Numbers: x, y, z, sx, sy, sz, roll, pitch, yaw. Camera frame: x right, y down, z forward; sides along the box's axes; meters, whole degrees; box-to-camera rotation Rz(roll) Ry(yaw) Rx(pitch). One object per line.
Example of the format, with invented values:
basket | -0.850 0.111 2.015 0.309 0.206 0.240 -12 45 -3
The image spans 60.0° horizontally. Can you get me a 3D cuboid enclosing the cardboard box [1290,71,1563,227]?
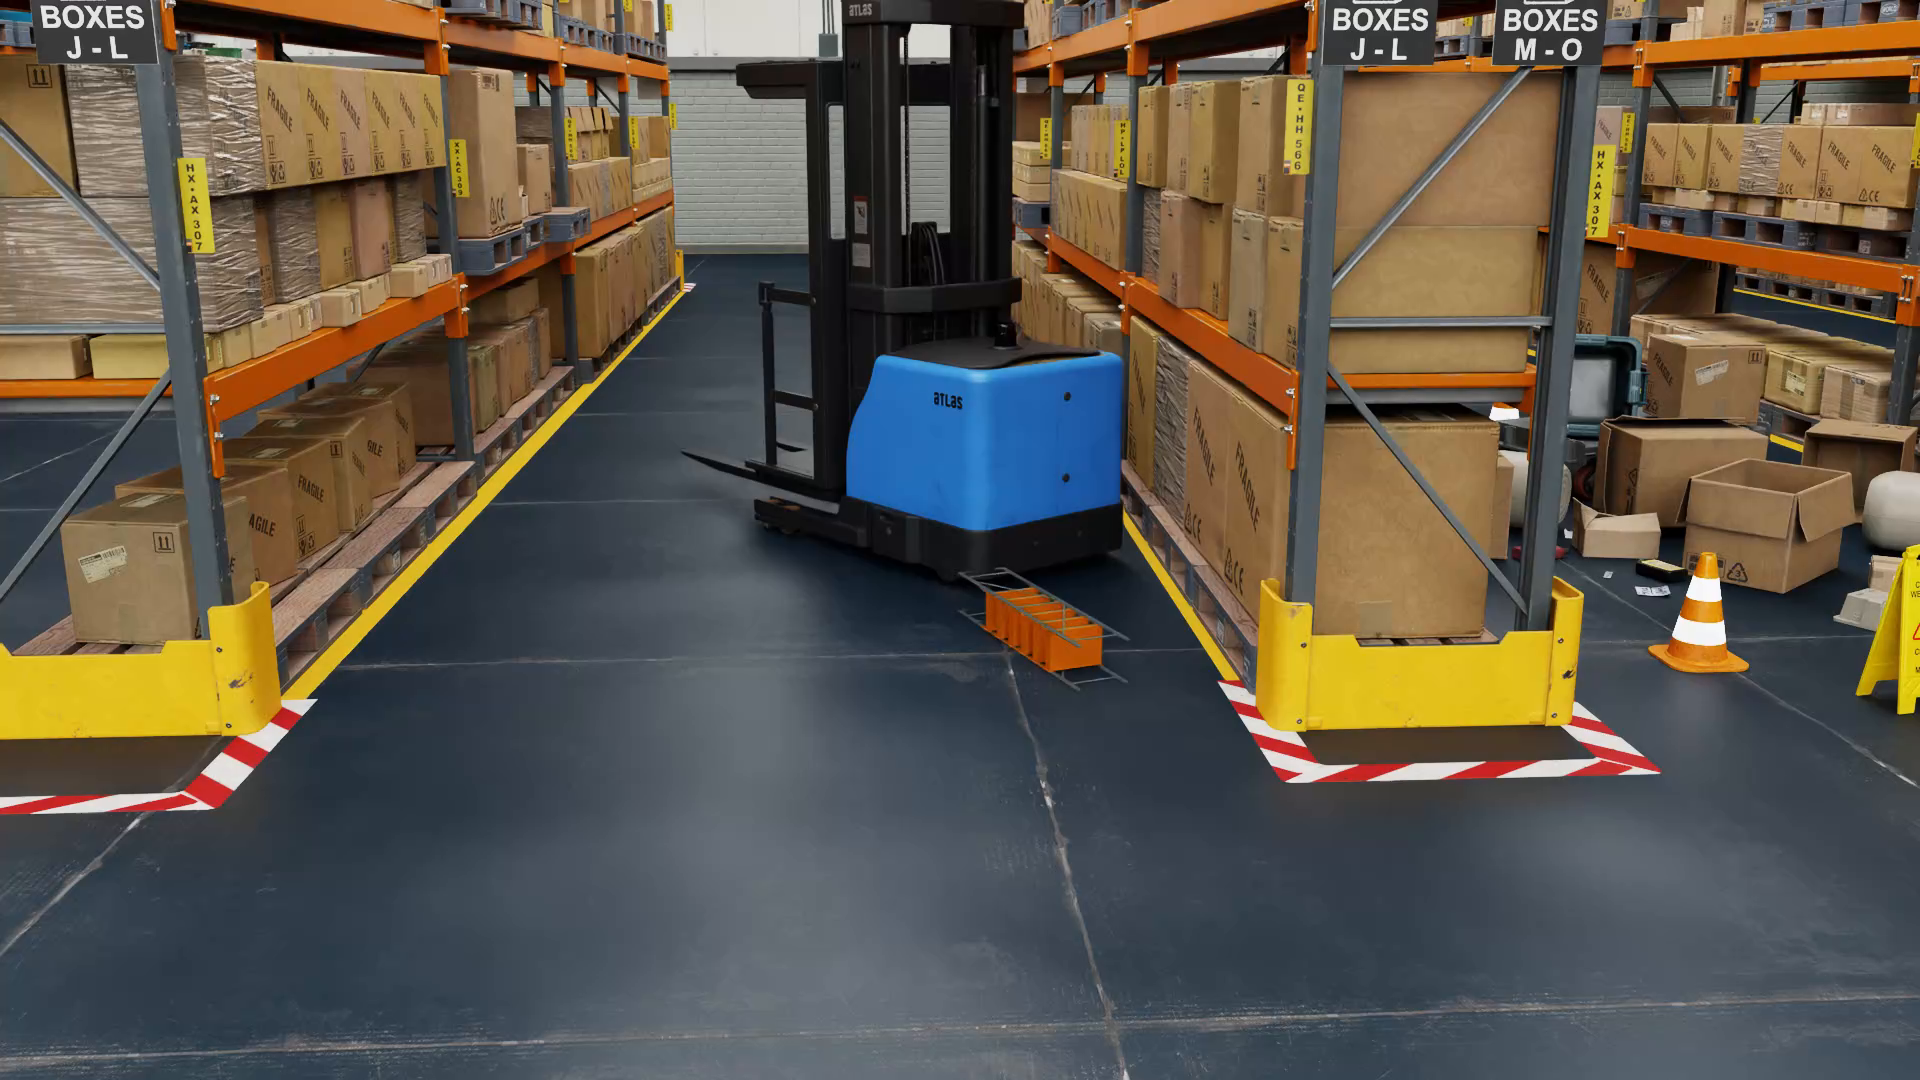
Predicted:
cardboard box | 1.760 -1.480 6.290 0.875 0.550 0.550 -1 14 -3

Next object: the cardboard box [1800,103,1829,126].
cardboard box | 6.081 -2.948 11.522 0.380 0.149 0.250 -2 15 -6

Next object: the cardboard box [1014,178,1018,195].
cardboard box | 0.700 -3.233 15.233 0.380 0.149 0.250 -2 15 -6

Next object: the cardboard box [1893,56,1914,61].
cardboard box | 10.572 -5.371 18.365 0.380 0.149 0.250 -1 14 -4

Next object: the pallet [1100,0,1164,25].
pallet | 1.391 -3.373 10.482 0.805 0.209 1.217 -1 15 -6

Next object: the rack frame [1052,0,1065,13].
rack frame | 1.249 -5.686 13.067 1.000 3.000 0.127 -1 14 -3

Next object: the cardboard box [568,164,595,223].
cardboard box | -3.501 -3.031 14.587 0.500 0.500 0.500 -1 14 -5

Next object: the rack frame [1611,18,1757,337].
rack frame | 6.183 -2.882 14.210 1.000 3.000 0.127 -1 14 -3

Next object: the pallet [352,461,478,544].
pallet | -3.383 -0.218 9.449 1.003 0.211 1.213 -1 14 -3

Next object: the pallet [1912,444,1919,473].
pallet | 6.508 -0.371 10.044 1.003 0.211 1.213 -1 14 -3

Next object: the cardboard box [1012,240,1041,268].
cardboard box | 0.783 -2.944 17.117 0.500 0.250 0.500 -2 15 -6

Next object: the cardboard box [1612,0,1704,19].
cardboard box | 6.009 -4.680 14.126 0.797 0.503 0.637 -2 15 -7

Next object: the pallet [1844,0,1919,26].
pallet | 6.499 -3.405 10.596 1.213 0.211 1.003 -1 14 -3

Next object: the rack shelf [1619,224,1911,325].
rack shelf | 6.307 -2.037 12.366 1.077 0.370 4.000 -1 14 -3

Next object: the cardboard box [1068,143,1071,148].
cardboard box | 1.269 -3.852 16.447 0.380 0.149 0.250 -1 14 -4

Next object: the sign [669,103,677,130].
sign | -3.661 -5.399 21.193 0.100 0.325 0.005 -1 14 -3

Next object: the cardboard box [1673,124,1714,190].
cardboard box | 6.019 -3.033 13.156 0.500 0.500 0.500 0 14 -1

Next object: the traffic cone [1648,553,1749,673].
traffic cone | 3.129 0.283 6.997 0.336 0.463 0.334 -1 14 -3

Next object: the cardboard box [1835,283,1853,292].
cardboard box | 10.539 -3.057 19.532 0.396 0.266 0.258 0 14 -1

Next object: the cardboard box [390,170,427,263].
cardboard box | -3.494 -1.814 9.260 0.875 0.500 0.500 -1 14 -3

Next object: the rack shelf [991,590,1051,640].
rack shelf | 0.273 0.329 7.360 0.258 0.180 0.103 -6 16 -23

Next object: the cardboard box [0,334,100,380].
cardboard box | -3.436 -0.686 6.177 0.380 0.149 0.250 -1 14 -3

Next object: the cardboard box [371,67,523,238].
cardboard box | -3.369 -2.428 10.398 1.000 1.000 1.000 -1 14 -3

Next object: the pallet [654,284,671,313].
pallet | -4.003 -2.868 19.751 1.003 0.211 1.213 -1 14 -3

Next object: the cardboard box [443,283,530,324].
cardboard box | -3.593 -1.797 12.620 0.500 0.250 0.500 1 14 3

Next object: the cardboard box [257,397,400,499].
cardboard box | -3.432 -0.485 9.065 0.500 0.500 0.500 4 15 14

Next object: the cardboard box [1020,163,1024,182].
cardboard box | 0.727 -3.254 14.719 0.380 0.149 0.250 -1 14 -2

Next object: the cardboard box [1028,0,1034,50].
cardboard box | 0.889 -4.669 14.931 0.500 0.500 0.500 -1 14 -3

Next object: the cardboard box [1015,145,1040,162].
cardboard box | 0.702 -3.520 15.153 0.380 0.149 0.250 -1 14 -3

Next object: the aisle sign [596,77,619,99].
aisle sign | -4.507 -5.991 21.075 0.394 0.787 0.004 -1 14 -3

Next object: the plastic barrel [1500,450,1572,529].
plastic barrel | 3.098 -0.280 9.265 0.512 0.421 0.421 10 18 35

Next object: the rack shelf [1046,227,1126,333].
rack shelf | 1.373 -1.935 11.971 1.077 0.370 4.000 -1 14 -3

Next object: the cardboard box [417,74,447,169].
cardboard box | -3.157 -2.304 9.156 0.500 0.500 0.500 -1 14 -3

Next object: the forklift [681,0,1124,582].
forklift | -0.494 -1.519 9.047 1.130 2.935 3.031 -12 19 -39

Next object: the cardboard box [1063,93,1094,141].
cardboard box | 1.216 -4.568 17.958 0.500 0.500 0.500 -1 14 -2

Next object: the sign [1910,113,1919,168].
sign | 5.877 -2.439 10.162 0.100 0.325 0.005 -1 14 -3

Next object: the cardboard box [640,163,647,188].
cardboard box | -3.749 -4.040 18.414 0.500 0.250 0.500 -1 14 -4

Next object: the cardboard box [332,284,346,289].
cardboard box | -3.136 -1.127 7.893 0.380 0.149 0.250 -1 14 -3

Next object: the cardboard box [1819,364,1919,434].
cardboard box | 6.396 -0.949 11.125 0.950 0.372 0.625 -1 14 -3

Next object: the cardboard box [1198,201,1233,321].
cardboard box | 1.637 -1.364 8.008 0.875 0.550 0.500 -1 14 -3

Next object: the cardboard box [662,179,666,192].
cardboard box | -3.806 -4.324 20.318 0.380 0.149 0.250 -1 14 -2

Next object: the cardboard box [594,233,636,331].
cardboard box | -3.840 -2.518 16.213 1.225 0.875 0.875 -1 14 -5

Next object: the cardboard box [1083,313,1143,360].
cardboard box | 1.369 -1.053 10.771 1.050 0.750 0.750 -1 14 -4

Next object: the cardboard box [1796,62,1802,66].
cardboard box | 10.484 -5.880 20.343 0.380 0.149 0.250 -1 14 -4

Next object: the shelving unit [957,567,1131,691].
shelving unit | 0.338 0.366 7.214 0.258 0.189 1.200 -6 16 -23

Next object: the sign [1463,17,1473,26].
sign | 5.382 -5.610 17.593 0.100 0.325 0.005 -1 14 -3

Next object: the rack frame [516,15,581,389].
rack frame | -3.708 -2.729 13.615 1.000 3.000 0.127 -1 14 -3

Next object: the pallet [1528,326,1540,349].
pallet | 6.137 -2.032 16.500 1.003 0.211 1.213 -1 14 -3

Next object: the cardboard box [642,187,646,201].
cardboard box | -3.675 -3.812 18.327 0.380 0.149 0.250 0 14 -2

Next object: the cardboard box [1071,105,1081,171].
cardboard box | 1.267 -3.202 13.243 0.700 0.500 0.500 -1 14 -4

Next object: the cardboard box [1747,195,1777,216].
cardboard box | 6.070 -2.478 12.298 0.380 0.149 0.250 0 14 -2

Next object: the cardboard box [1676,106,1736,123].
cardboard box | 6.397 -3.542 14.564 0.500 0.500 0.500 -1 14 -5

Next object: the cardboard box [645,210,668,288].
cardboard box | -4.028 -3.509 20.067 0.875 0.875 0.875 -1 14 -3

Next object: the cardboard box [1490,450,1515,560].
cardboard box | 2.617 -0.207 8.821 0.500 0.500 0.500 2 15 6

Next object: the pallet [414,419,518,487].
pallet | -3.510 -0.578 10.848 1.003 0.211 1.213 -1 14 -3

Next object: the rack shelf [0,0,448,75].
rack shelf | -3.336 -2.342 7.531 1.077 0.370 4.000 -1 14 -3
